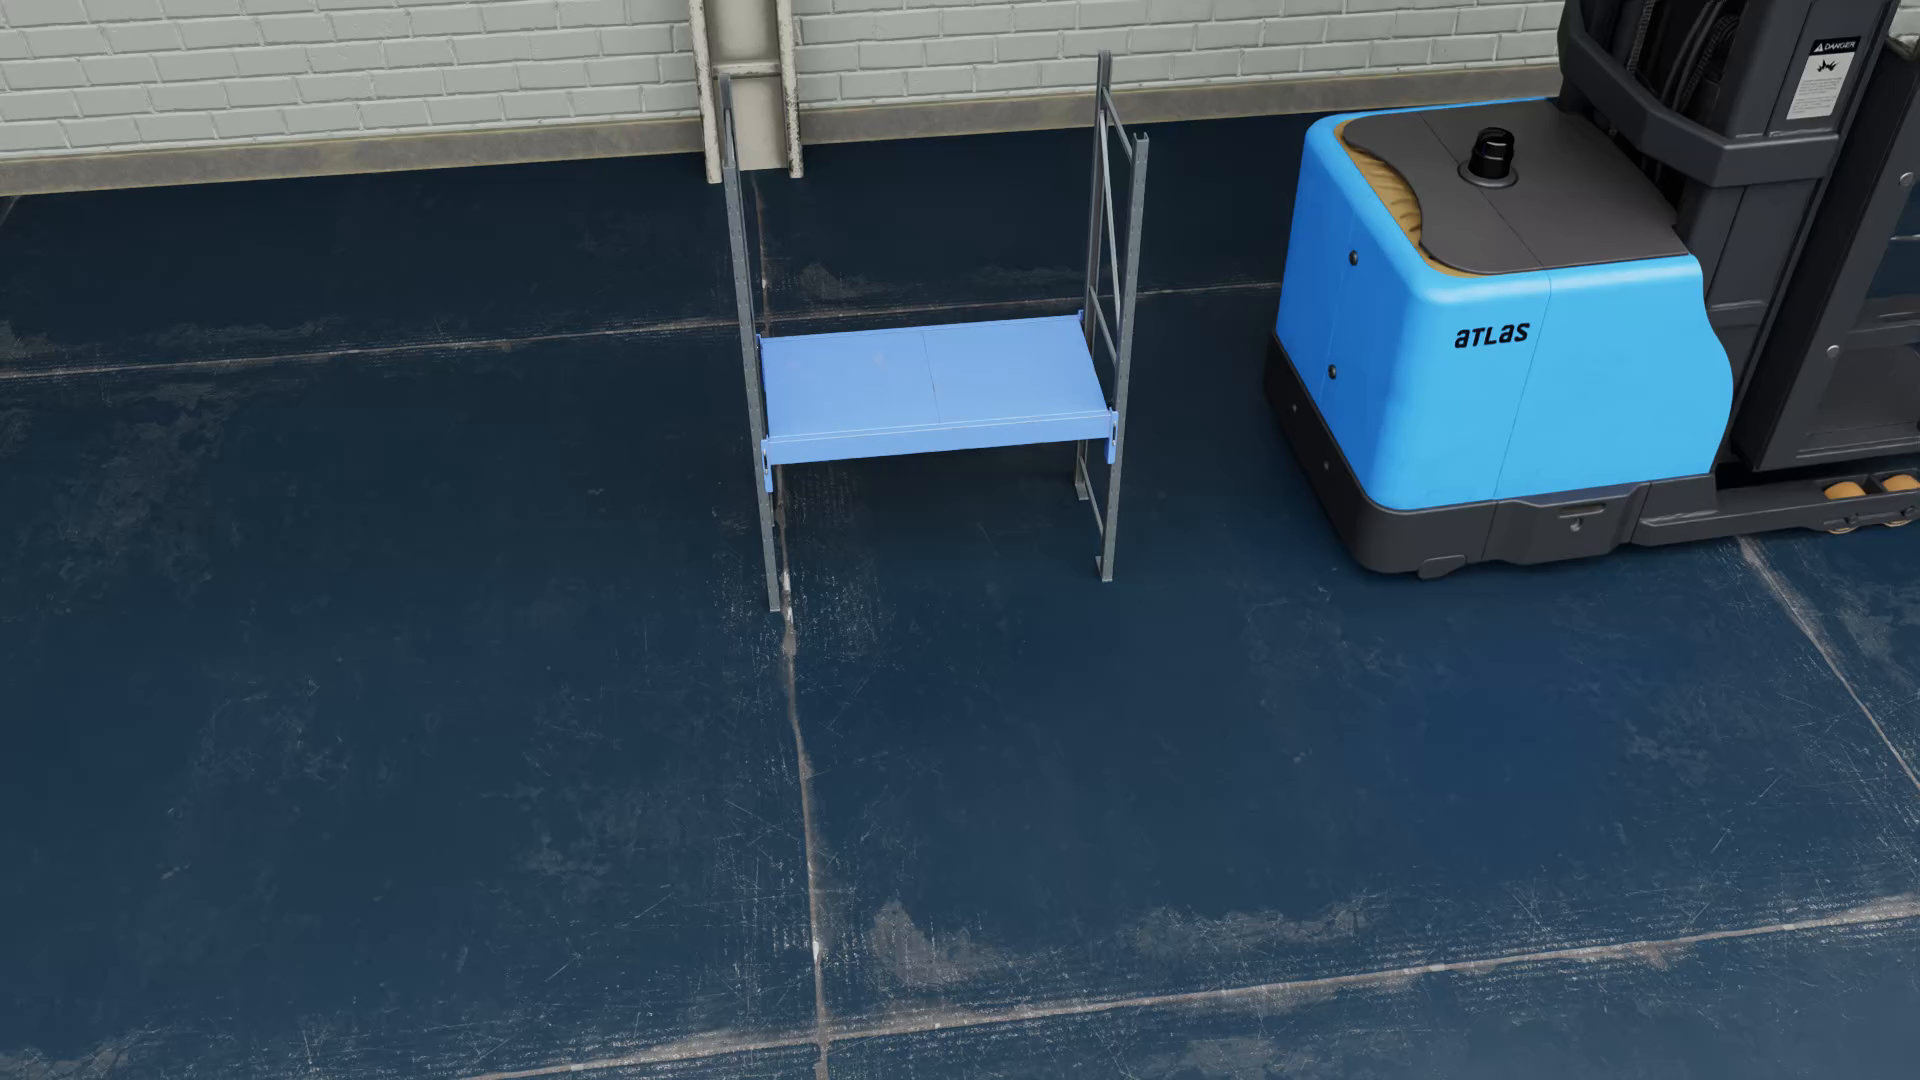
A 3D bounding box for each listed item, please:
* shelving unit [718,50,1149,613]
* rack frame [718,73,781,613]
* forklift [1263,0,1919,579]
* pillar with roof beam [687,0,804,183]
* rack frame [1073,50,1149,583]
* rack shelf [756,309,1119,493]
[{"bbox_3d":[-0.085,-0.550,4.739,1.048,1.500,0.538,-5,42,-6],"label":"shelving unit"},{"bbox_3d":[-0.589,-0.505,4.691,0.032,1.500,0.500,-5,42,-6],"label":"rack frame"},{"bbox_3d":[2.608,-1.451,4.670,3.031,2.935,1.130,-7,43,-8],"label":"forklift"},{"bbox_3d":[-0.309,-2.079,0.836,0.400,9.000,9.100,-5,42,-6],"label":"pillar with roof beam"},{"bbox_3d":[0.419,-0.594,4.788,0.032,1.500,0.500,-5,42,-6],"label":"rack frame"},{"bbox_3d":[-0.085,-0.416,4.860,1.000,0.185,0.538,-5,42,-6],"label":"rack shelf"}]
